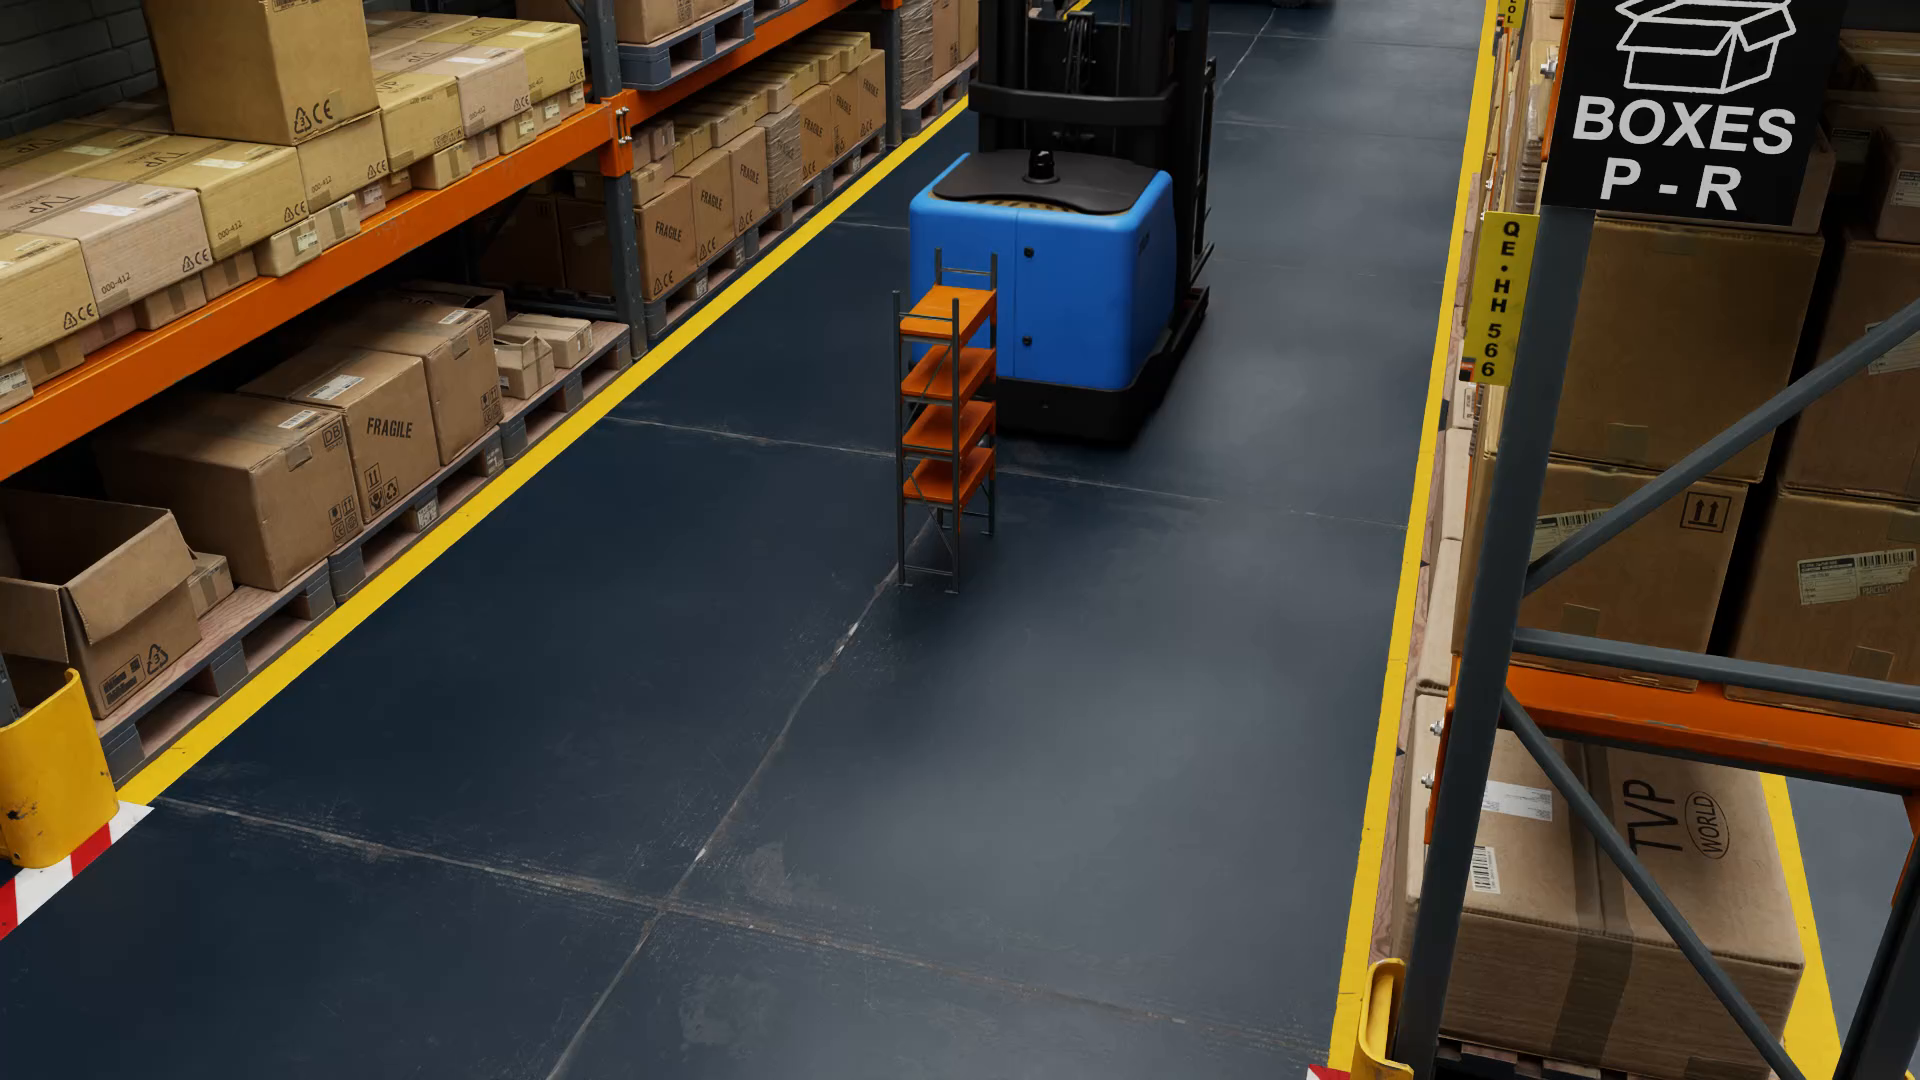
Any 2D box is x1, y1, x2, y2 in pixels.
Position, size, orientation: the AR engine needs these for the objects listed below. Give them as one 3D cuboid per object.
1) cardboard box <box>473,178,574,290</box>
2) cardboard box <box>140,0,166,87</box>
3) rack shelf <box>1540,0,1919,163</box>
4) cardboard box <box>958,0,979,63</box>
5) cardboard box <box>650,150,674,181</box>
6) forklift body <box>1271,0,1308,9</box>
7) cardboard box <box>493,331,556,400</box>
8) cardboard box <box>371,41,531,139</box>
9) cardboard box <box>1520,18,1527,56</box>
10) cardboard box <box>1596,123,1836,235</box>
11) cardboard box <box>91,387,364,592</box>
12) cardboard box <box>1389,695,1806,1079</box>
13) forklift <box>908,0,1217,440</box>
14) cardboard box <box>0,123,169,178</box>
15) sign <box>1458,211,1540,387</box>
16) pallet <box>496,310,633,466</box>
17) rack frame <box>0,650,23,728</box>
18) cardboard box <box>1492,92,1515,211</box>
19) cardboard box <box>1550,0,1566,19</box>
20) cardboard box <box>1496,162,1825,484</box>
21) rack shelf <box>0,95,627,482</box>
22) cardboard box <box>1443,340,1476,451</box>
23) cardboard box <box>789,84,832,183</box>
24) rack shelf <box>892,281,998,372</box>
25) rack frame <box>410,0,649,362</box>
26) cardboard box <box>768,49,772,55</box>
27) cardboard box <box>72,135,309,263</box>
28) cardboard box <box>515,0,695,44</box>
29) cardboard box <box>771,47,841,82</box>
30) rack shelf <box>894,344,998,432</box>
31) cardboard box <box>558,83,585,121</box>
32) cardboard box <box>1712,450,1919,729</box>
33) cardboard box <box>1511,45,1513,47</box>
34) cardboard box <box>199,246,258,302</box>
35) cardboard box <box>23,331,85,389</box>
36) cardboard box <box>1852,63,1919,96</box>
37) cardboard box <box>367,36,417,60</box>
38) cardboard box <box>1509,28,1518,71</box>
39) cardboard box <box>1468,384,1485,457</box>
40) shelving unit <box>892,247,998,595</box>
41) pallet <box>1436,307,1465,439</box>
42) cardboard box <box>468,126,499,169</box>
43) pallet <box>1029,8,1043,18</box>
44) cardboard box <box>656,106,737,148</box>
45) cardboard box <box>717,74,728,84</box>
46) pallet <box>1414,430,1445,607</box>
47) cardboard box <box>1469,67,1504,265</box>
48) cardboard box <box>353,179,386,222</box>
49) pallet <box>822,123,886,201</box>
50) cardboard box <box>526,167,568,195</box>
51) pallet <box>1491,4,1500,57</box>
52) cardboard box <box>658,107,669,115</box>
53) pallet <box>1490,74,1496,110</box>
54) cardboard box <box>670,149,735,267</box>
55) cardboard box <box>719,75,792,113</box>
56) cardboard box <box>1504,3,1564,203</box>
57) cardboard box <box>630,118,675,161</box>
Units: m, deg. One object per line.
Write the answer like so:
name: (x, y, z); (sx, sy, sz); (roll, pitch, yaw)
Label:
cardboard box: (-2.220, -1.666, 8.798); (0.500, 0.500, 0.500); (8, 30, 15)
cardboard box: (-2.773, -2.042, 6.413); (0.500, 0.500, 0.500); (8, 30, 13)
rack shelf: (2.078, -1.665, 4.312); (1.077, 0.370, 4.000); (8, 30, 15)
cardboard box: (-0.329, -4.215, 13.252); (0.875, 0.625, 0.625); (7, 30, 13)
cardboard box: (-1.714, -1.948, 8.637); (0.380, 0.149, 0.250); (8, 30, 13)
forklift body: (2.628, -6.369, 15.986); (2.313, 2.155, 1.214); (8, 30, 15)
cardboard box: (-2.069, -0.826, 7.530); (0.396, 0.266, 0.258); (10, 30, 17)
cardboard box: (-2.130, -1.862, 6.861); (0.500, 0.250, 0.500); (9, 30, 15)
cardboard box: (2.294, -1.892, 5.934); (0.500, 0.500, 0.500); (9, 30, 15)
cardboard box: (1.405, -0.698, 3.121); (0.380, 0.149, 0.250); (9, 30, 16)
cardboard box: (-2.697, -0.199, 6.162); (0.700, 0.500, 0.500); (10, 31, 17)
cardboard box: (1.589, 0.876, 4.293); (0.875, 0.438, 0.875); (7, 30, 13)
forklift: (0.698, -2.426, 8.097); (1.130, 2.935, 3.031); (9, 30, 15)
cardboard box: (-3.072, -1.231, 5.725); (0.500, 0.250, 0.500); (9, 30, 16)
sign: (0.976, -0.432, 3.007); (0.100, 0.325, 0.005); (8, 30, 15)
pallet: (-2.284, -0.767, 7.911); (1.003, 0.211, 1.213); (8, 30, 15)
rack frame: (-3.255, -0.446, 4.465); (1.000, 3.000, 0.127); (8, 30, 15)
cardboard box: (2.125, -1.228, 5.768); (0.500, 0.500, 0.500); (9, 30, 15)
cardboard box: (1.859, -1.547, 4.647); (0.380, 0.149, 0.250); (9, 30, 15)
cardboard box: (1.405, -0.478, 3.392); (0.500, 0.500, 0.500); (9, 30, 17)
rack shelf: (-2.668, -1.061, 6.311); (1.077, 0.370, 4.000); (8, 30, 15)
cardboard box: (2.378, -0.385, 6.561); (0.875, 0.438, 0.875); (8, 30, 14)
cardboard box: (-1.134, -2.553, 10.392); (0.500, 0.500, 0.500); (10, 31, 17)
rack shelf: (-0.049, -0.791, 6.129); (0.258, 0.148, 0.480); (8, 30, 15)
rack frame: (-2.081, -2.304, 7.807); (1.000, 3.000, 0.127); (8, 30, 15)
cardboard box: (-1.462, -3.220, 10.926); (0.380, 0.149, 0.250); (9, 30, 16)
cardboard box: (-2.571, -1.153, 5.585); (0.500, 0.250, 0.500); (8, 30, 14)
cardboard box: (-1.725, -2.724, 8.027); (0.700, 0.500, 0.500); (9, 30, 16)
cardboard box: (-0.980, -3.025, 10.574); (0.380, 0.149, 0.250); (7, 30, 13)
rack shelf: (-0.049, -0.584, 6.244); (0.258, 0.148, 0.480); (8, 30, 15)
cardboard box: (-1.933, -2.010, 7.537); (0.380, 0.149, 0.250); (9, 30, 16)
cardboard box: (1.906, 0.035, 3.498); (0.500, 0.500, 0.500); (8, 30, 14)
cardboard box: (3.020, -2.486, 8.287); (0.500, 0.250, 0.500); (8, 30, 15)
cardboard box: (-2.617, -0.934, 5.602); (0.380, 0.149, 0.250); (9, 30, 16)
cardboard box: (-2.866, -0.574, 4.955); (0.380, 0.149, 0.250); (9, 30, 16)
cardboard box: (2.054, -0.865, 3.421); (0.380, 0.149, 0.250); (9, 30, 16)
cardboard box: (-2.625, -1.943, 7.006); (0.500, 0.250, 0.500); (8, 30, 14)
cardboard box: (2.702, -2.224, 7.302); (0.500, 0.250, 0.500); (9, 30, 16)
cardboard box: (1.683, -0.516, 4.489); (0.500, 0.500, 0.500); (9, 30, 16)
shelving unit: (-0.049, -0.447, 6.320); (0.258, 1.200, 0.503); (8, 30, 15)
pallet: (2.819, -0.749, 7.879); (1.003, 0.211, 1.213); (8, 30, 15)
cardboard box: (-2.145, -1.644, 6.878); (0.380, 0.149, 0.250); (9, 30, 16)
pallet: (0.088, -4.456, 14.542); (1.003, 0.211, 1.213); (8, 30, 15)
cardboard box: (-1.473, -2.309, 9.286); (0.380, 0.149, 0.250); (8, 30, 15)
cardboard box: (-1.657, -2.852, 10.263); (0.380, 0.149, 0.250); (8, 30, 14)
pallet: (2.367, -0.037, 6.599); (1.003, 0.211, 1.213); (8, 30, 15)
cardboard box: (3.291, -1.989, 8.993); (0.875, 0.875, 0.875); (9, 30, 15)
cardboard box: (-2.403, -1.296, 6.252); (0.380, 0.149, 0.250); (8, 30, 15)
pallet: (-1.162, -2.603, 11.212); (1.003, 0.211, 1.213); (8, 30, 15)
cardboard box: (-2.249, -1.891, 8.536); (0.380, 0.149, 0.250); (7, 30, 13)
pallet: (5.176, -4.414, 14.468); (1.003, 0.211, 1.213); (8, 30, 15)
cardboard box: (-1.910, -2.499, 9.628); (0.380, 0.149, 0.250); (9, 30, 16)
pallet: (4.430, -3.166, 12.225); (1.003, 0.211, 1.213); (8, 30, 15)
cardboard box: (-1.577, -1.837, 9.106); (0.500, 0.500, 0.500); (8, 30, 14)
cardboard box: (-1.226, -2.660, 9.918); (0.380, 0.149, 0.250); (7, 30, 12)
cardboard box: (1.828, -1.187, 4.668); (0.500, 0.500, 0.500); (8, 30, 14)
cardboard box: (-1.691, -2.065, 8.543); (0.380, 0.149, 0.250); (7, 30, 12)
